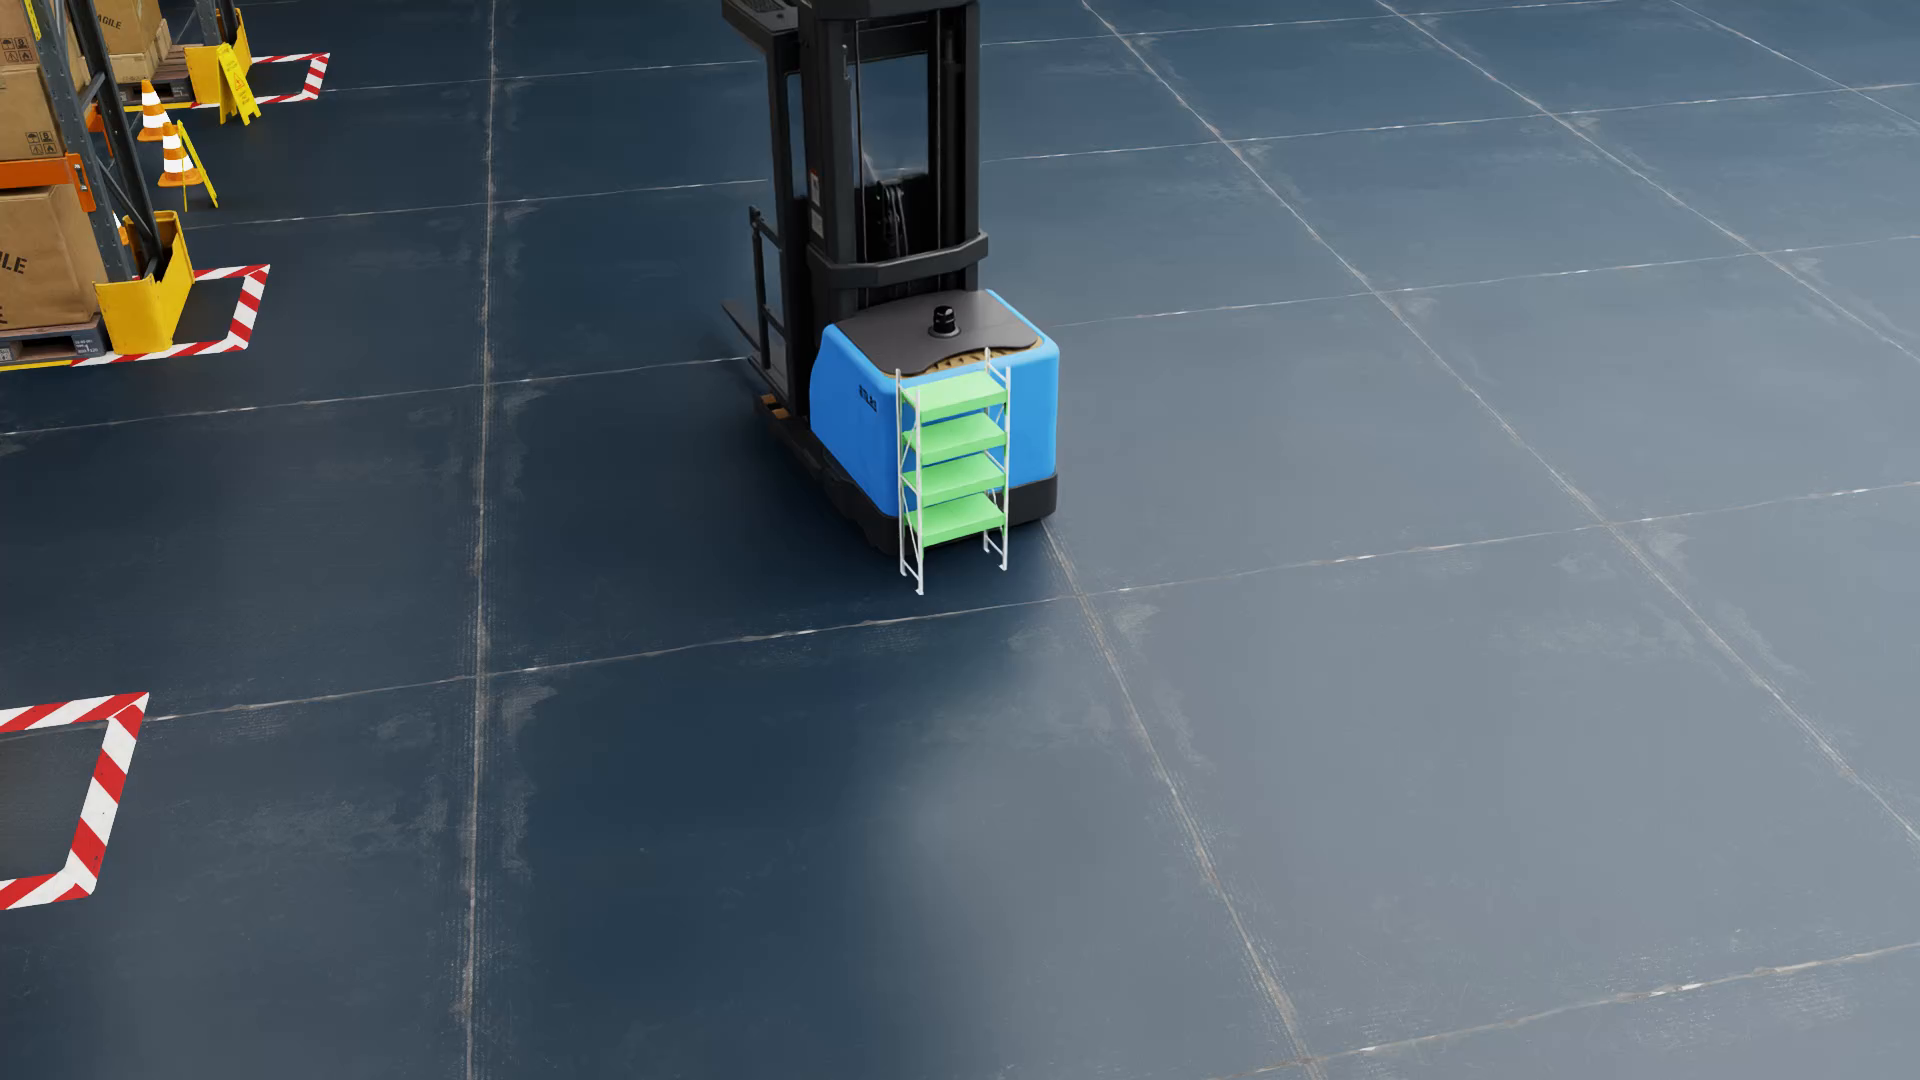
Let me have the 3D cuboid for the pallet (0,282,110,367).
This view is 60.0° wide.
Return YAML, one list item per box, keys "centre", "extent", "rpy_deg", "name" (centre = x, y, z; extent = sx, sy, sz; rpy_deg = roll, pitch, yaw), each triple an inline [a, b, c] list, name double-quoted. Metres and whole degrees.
- centre: [-6.218, -1.467, 10.969]
  extent: [1.213, 0.211, 1.003]
  rpy_deg: [-7, 35, -11]
  name: "pallet"

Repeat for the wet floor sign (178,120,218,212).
- centre: [-5.864, -2.868, 12.667]
  extent: [0.232, 0.644, 0.267]
  rpy_deg: [-13, 36, -19]
  name: "wet floor sign"

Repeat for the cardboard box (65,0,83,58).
- centre: [-7.879, -4.481, 14.377]
  extent: [0.500, 0.500, 0.500]
  rpy_deg: [-6, 34, -9]
  name: "cardboard box"

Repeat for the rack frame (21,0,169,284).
- centre: [-5.456, -2.766, 10.402]
  extent: [0.127, 3.000, 1.000]
  rpy_deg: [-7, 35, -11]
  name: "rack frame"

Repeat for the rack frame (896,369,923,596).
- centre: [-0.251, -0.272, 8.301]
  extent: [0.015, 1.200, 0.240]
  rpy_deg: [-16, 37, -22]
  name: "rack frame"

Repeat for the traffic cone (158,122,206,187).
- centre: [-6.205, -3.075, 13.139]
  extent: [0.334, 0.463, 0.336]
  rpy_deg: [-7, 35, -11]
  name: "traffic cone"

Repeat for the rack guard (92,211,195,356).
- centre: [-5.432, -1.731, 11.103]
  extent: [0.348, 0.500, 1.175]
  rpy_deg: [-7, 35, -11]
  name: "rack guard"

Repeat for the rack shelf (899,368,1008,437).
- centre: [-0.034, -0.679, 8.161]
  extent: [0.480, 0.148, 0.258]
  rpy_deg: [-16, 37, -22]
  name: "rack shelf"

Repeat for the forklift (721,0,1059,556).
- centre: [-0.586, -1.934, 9.225]
  extent: [1.130, 2.935, 3.031]
  rpy_deg: [-16, 37, -22]
  name: "forklift"

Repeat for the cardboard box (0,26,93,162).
- centre: [-5.808, -2.758, 10.256]
  extent: [0.550, 0.550, 0.875]
  rpy_deg: [-7, 35, -11]
  name: "cardboard box"

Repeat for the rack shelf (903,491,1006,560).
- centre: [-0.034, -0.081, 8.562]
  extent: [0.480, 0.148, 0.258]
  rpy_deg: [-16, 37, -22]
  name: "rack shelf"

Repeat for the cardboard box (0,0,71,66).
- centre: [-5.826, -3.252, 10.023]
  extent: [0.550, 0.550, 0.875]
  rpy_deg: [-7, 35, -11]
  name: "cardboard box"

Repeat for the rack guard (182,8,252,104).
- centre: [-6.720, -4.396, 15.075]
  extent: [0.348, 0.500, 1.175]
  rpy_deg: [-7, 35, -11]
  name: "rack guard"

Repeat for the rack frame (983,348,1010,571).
- centre: [0.184, -0.394, 8.484]
  extent: [0.015, 1.200, 0.240]
  rpy_deg: [-16, 37, -22]
  name: "rack frame"

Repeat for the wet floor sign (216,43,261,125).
- centre: [-6.225, -3.908, 14.217]
  extent: [0.232, 0.644, 0.267]
  rpy_deg: [4, 34, 6]
  name: "wet floor sign"

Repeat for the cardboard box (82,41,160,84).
- centre: [-7.399, -4.228, 14.672]
  extent: [0.500, 0.250, 0.500]
  rpy_deg: [-7, 35, -11]
  name: "cardboard box"

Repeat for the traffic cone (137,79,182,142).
- centre: [-6.781, -3.636, 13.976]
  extent: [0.334, 0.463, 0.336]
  rpy_deg: [-7, 35, -11]
  name: "traffic cone"

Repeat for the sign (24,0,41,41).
- centre: [-5.350, -3.048, 9.572]
  extent: [0.005, 0.325, 0.100]
  rpy_deg: [-7, 35, -11]
  name: "sign"

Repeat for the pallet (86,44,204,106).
- centre: [-7.521, -4.196, 15.036]
  extent: [1.213, 0.211, 1.003]
  rpy_deg: [-7, 35, -11]
  name: "pallet"

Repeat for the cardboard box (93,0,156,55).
- centre: [-7.370, -4.547, 14.475]
  extent: [0.500, 0.500, 0.500]
  rpy_deg: [-7, 34, -10]
  name: "cardboard box"

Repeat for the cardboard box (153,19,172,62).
- centre: [-7.494, -4.527, 15.118]
  extent: [0.500, 0.250, 0.500]
  rpy_deg: [-7, 35, -11]
  name: "cardboard box"

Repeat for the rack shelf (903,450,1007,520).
- centre: [-0.034, -0.280, 8.428]
  extent: [0.480, 0.148, 0.258]
  rpy_deg: [-16, 37, -22]
  name: "rack shelf"

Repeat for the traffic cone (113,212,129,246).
- centre: [-6.287, -2.419, 12.162]
  extent: [0.334, 0.463, 0.336]
  rpy_deg: [-7, 35, -11]
  name: "traffic cone"

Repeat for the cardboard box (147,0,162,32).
- centre: [-7.517, -4.835, 14.904]
  extent: [0.500, 0.500, 0.500]
  rpy_deg: [-8, 35, -12]
  name: "cardboard box"

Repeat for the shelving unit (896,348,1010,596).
- centre: [-0.034, -0.333, 8.393]
  extent: [0.503, 1.200, 0.258]
  rpy_deg: [-16, 37, -22]
  name: "shelving unit"

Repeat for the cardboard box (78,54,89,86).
- centre: [-7.882, -4.171, 14.588]
  extent: [0.500, 0.250, 0.500]
  rpy_deg: [-7, 35, -10]
  name: "cardboard box"

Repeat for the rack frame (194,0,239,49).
- centre: [-6.646, -5.443, 14.393]
  extent: [0.127, 3.000, 1.000]
  rpy_deg: [-7, 35, -11]
  name: "rack frame"

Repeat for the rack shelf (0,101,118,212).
- centre: [-7.407, -2.221, 10.236]
  extent: [4.000, 0.370, 1.077]
  rpy_deg: [-7, 35, -11]
  name: "rack shelf"

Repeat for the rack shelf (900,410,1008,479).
- centre: [-0.034, -0.479, 8.294]
  extent: [0.480, 0.148, 0.258]
  rpy_deg: [-16, 37, -22]
  name: "rack shelf"

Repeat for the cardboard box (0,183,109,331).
- centre: [-6.103, -1.938, 10.700]
  extent: [0.875, 0.875, 0.875]
  rpy_deg: [-7, 34, -10]
  name: "cardboard box"
